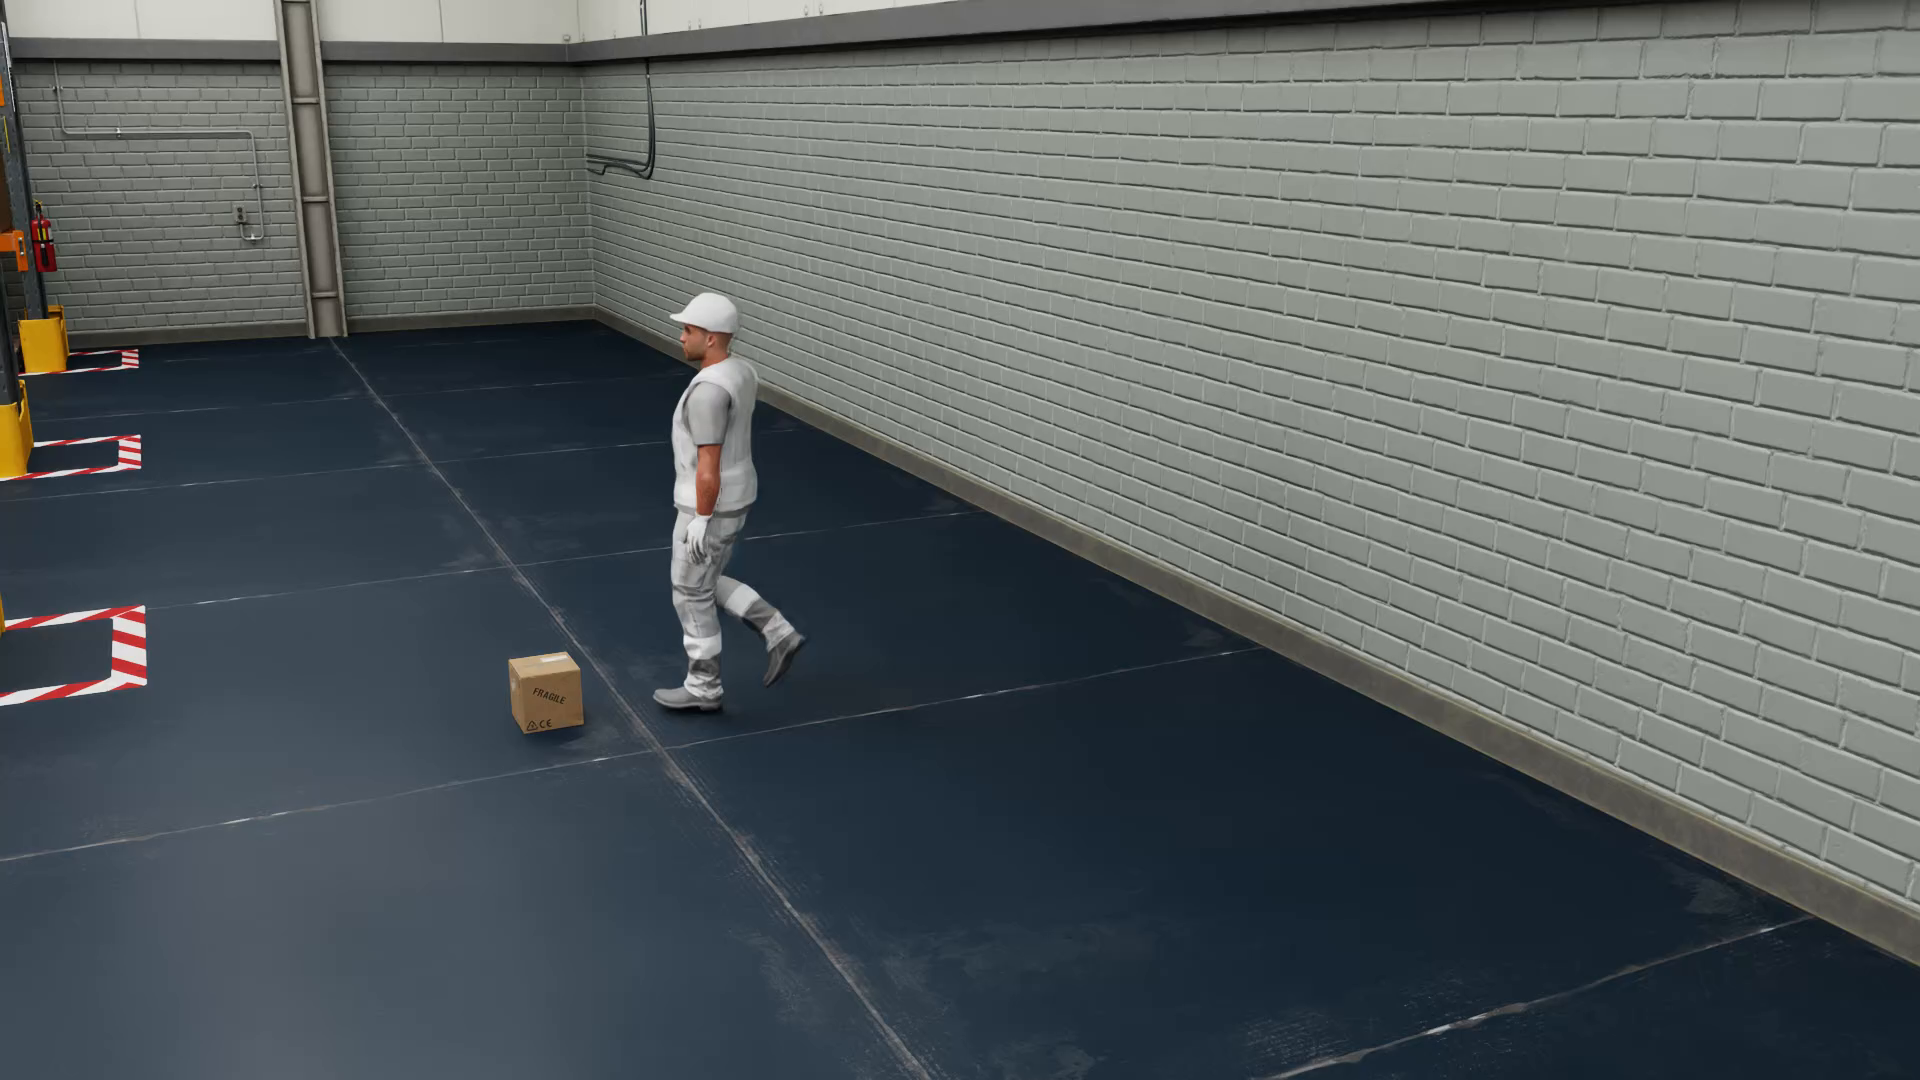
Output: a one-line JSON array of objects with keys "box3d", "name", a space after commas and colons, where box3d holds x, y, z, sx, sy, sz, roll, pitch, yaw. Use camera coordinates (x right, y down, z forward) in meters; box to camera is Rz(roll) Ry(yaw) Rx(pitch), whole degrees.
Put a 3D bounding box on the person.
[{"box3d": [-1.003, -0.140, 6.938, 0.645, 1.779, 0.580, 3, 15, 11], "name": "person"}]
